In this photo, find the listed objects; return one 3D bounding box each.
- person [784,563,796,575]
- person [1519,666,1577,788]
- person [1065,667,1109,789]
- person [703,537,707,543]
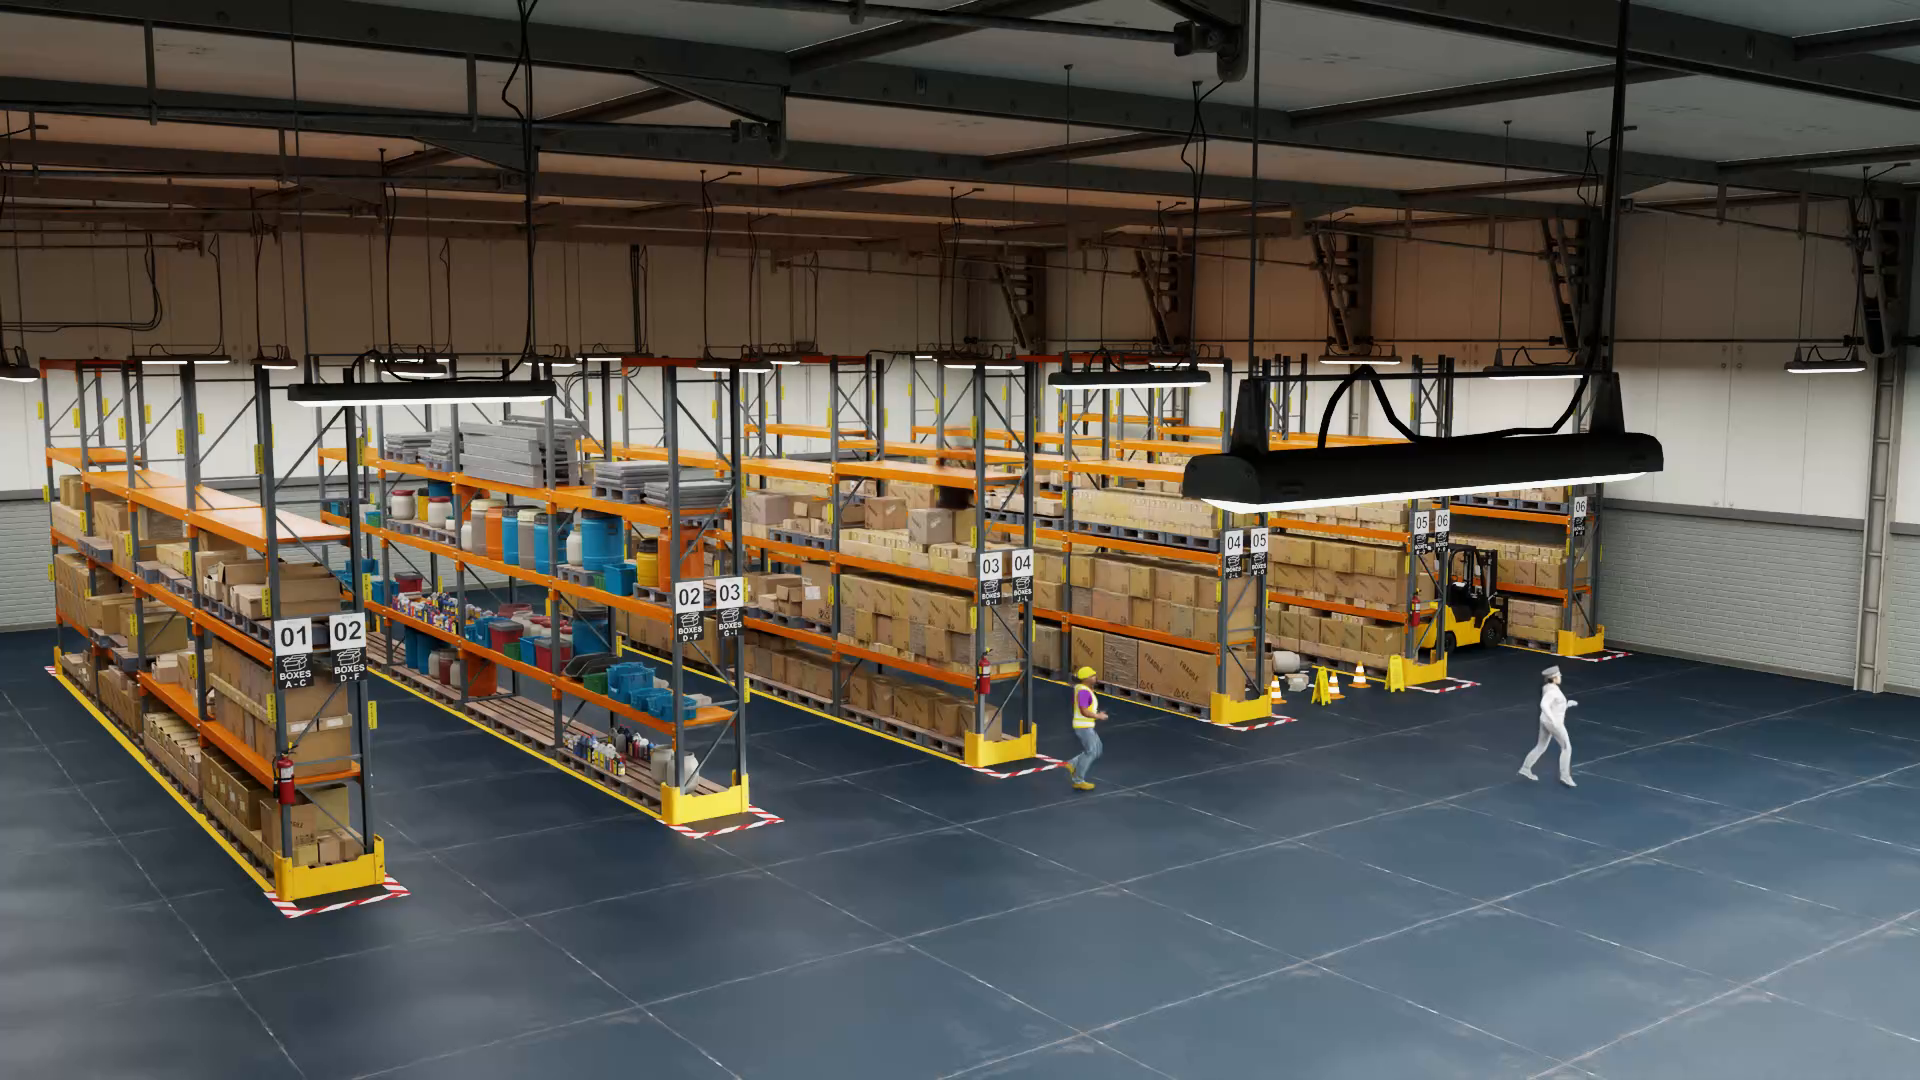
[{"bbox_3d":[-4.285,0.501,41.876,0.618,1.606,0.673,1,7,11],"label":"person"},{"bbox_3d":[8.389,2.651,23.641,0.793,1.744,0.585,0,7,-3],"label":"person"},{"bbox_3d":[1.805,2.649,23.661,0.613,1.708,0.740,0,7,3],"label":"person"},{"bbox_3d":[-6.433,0.715,40.336,0.789,1.571,0.553,0,7,3],"label":"person"}]
